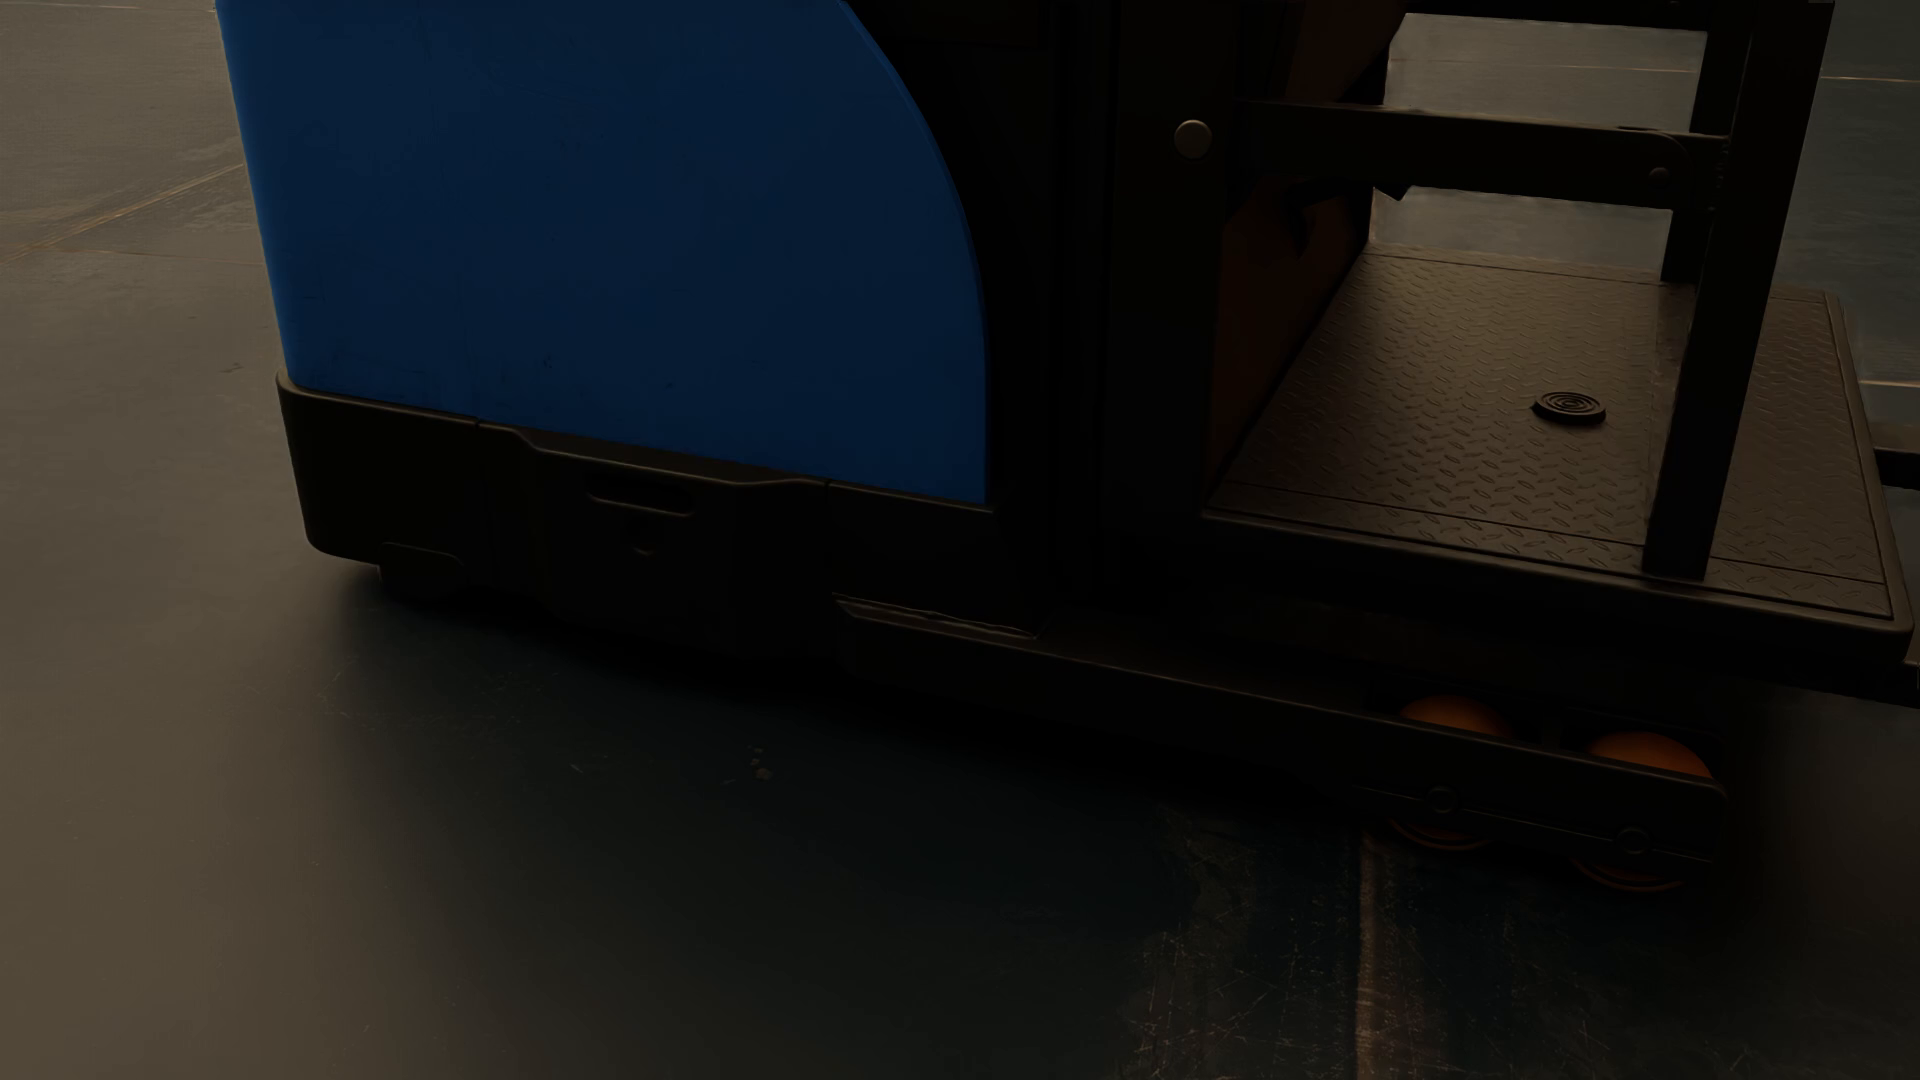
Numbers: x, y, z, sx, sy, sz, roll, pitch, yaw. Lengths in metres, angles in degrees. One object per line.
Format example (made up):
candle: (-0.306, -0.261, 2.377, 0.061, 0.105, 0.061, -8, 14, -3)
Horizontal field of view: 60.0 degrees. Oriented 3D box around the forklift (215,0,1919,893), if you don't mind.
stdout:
forklift: (0.638, -1.208, 1.640, 3.031, 2.935, 1.130, 10, 28, 19)
